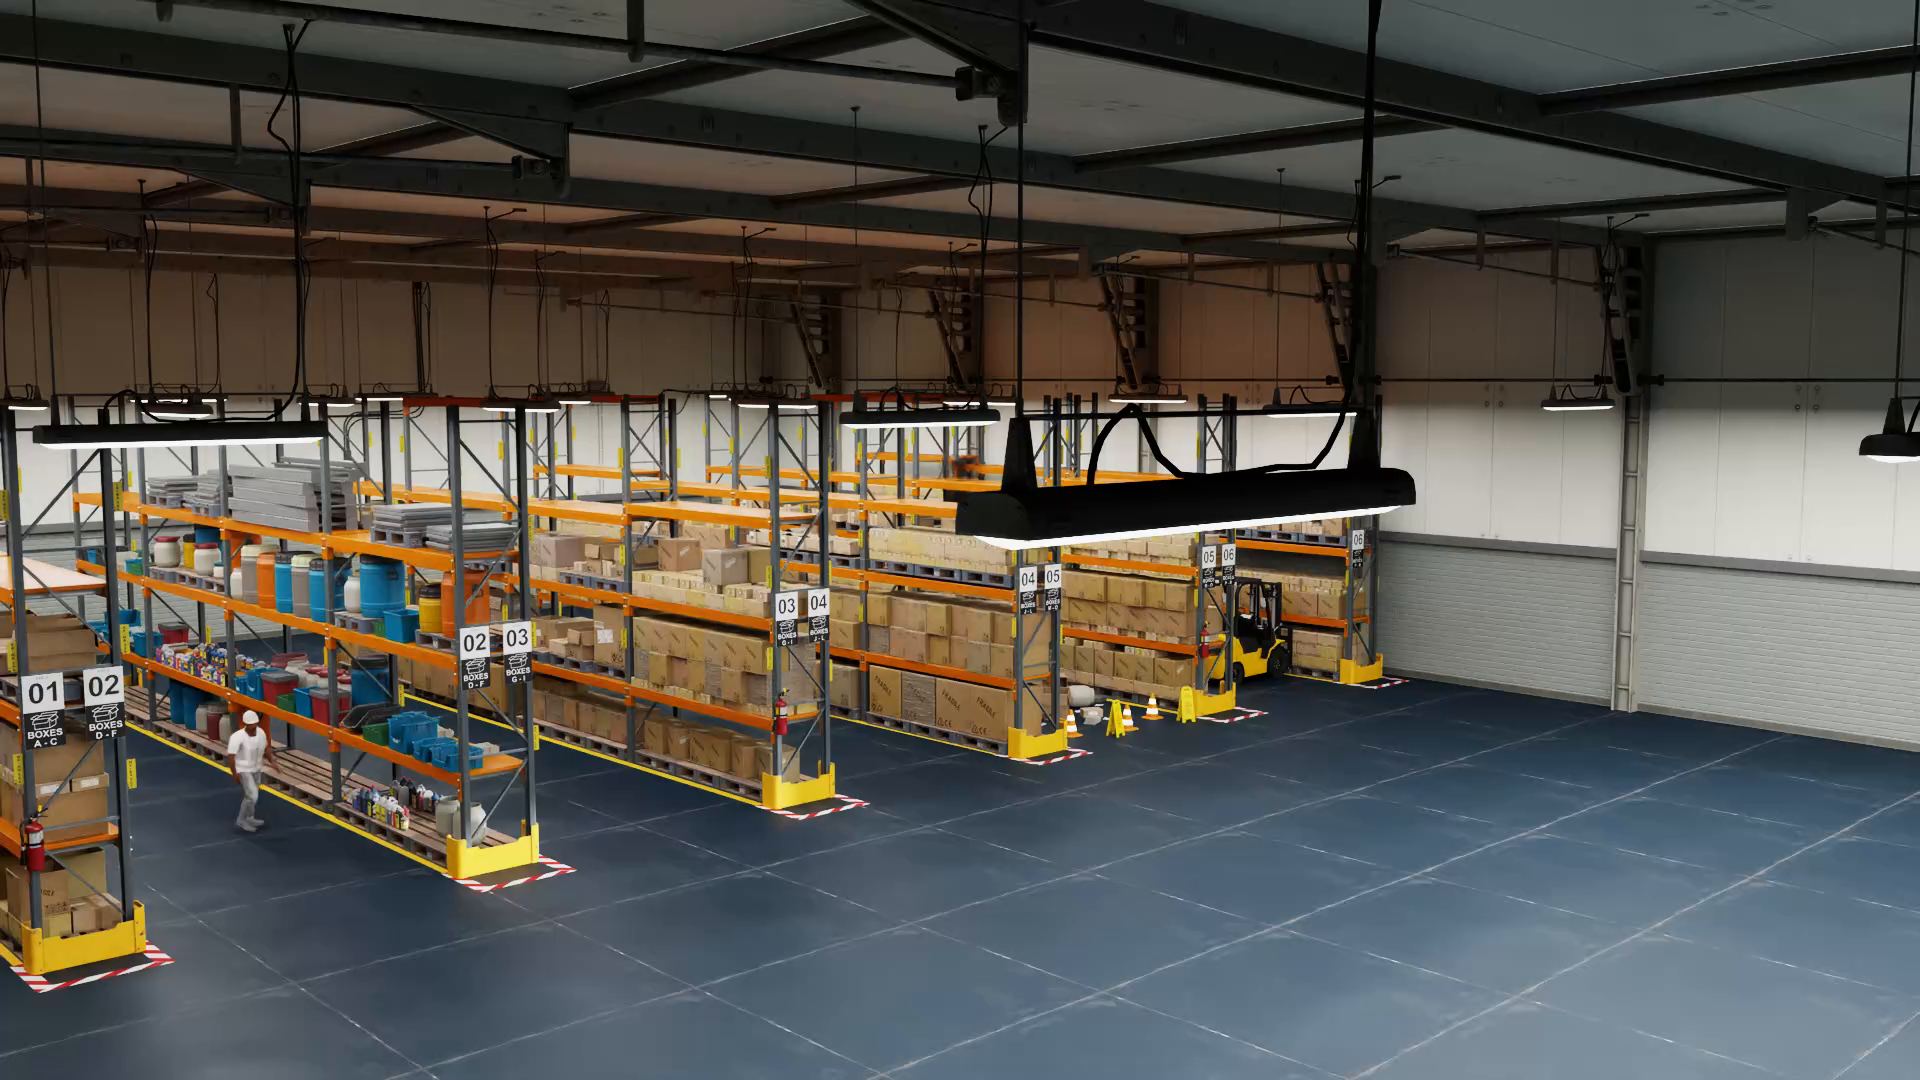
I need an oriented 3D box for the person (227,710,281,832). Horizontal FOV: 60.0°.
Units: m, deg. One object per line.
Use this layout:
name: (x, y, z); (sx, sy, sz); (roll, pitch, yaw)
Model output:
person: (-9.958, 3.220, 23.306); (0.635, 1.724, 0.631); (1, 6, 15)
